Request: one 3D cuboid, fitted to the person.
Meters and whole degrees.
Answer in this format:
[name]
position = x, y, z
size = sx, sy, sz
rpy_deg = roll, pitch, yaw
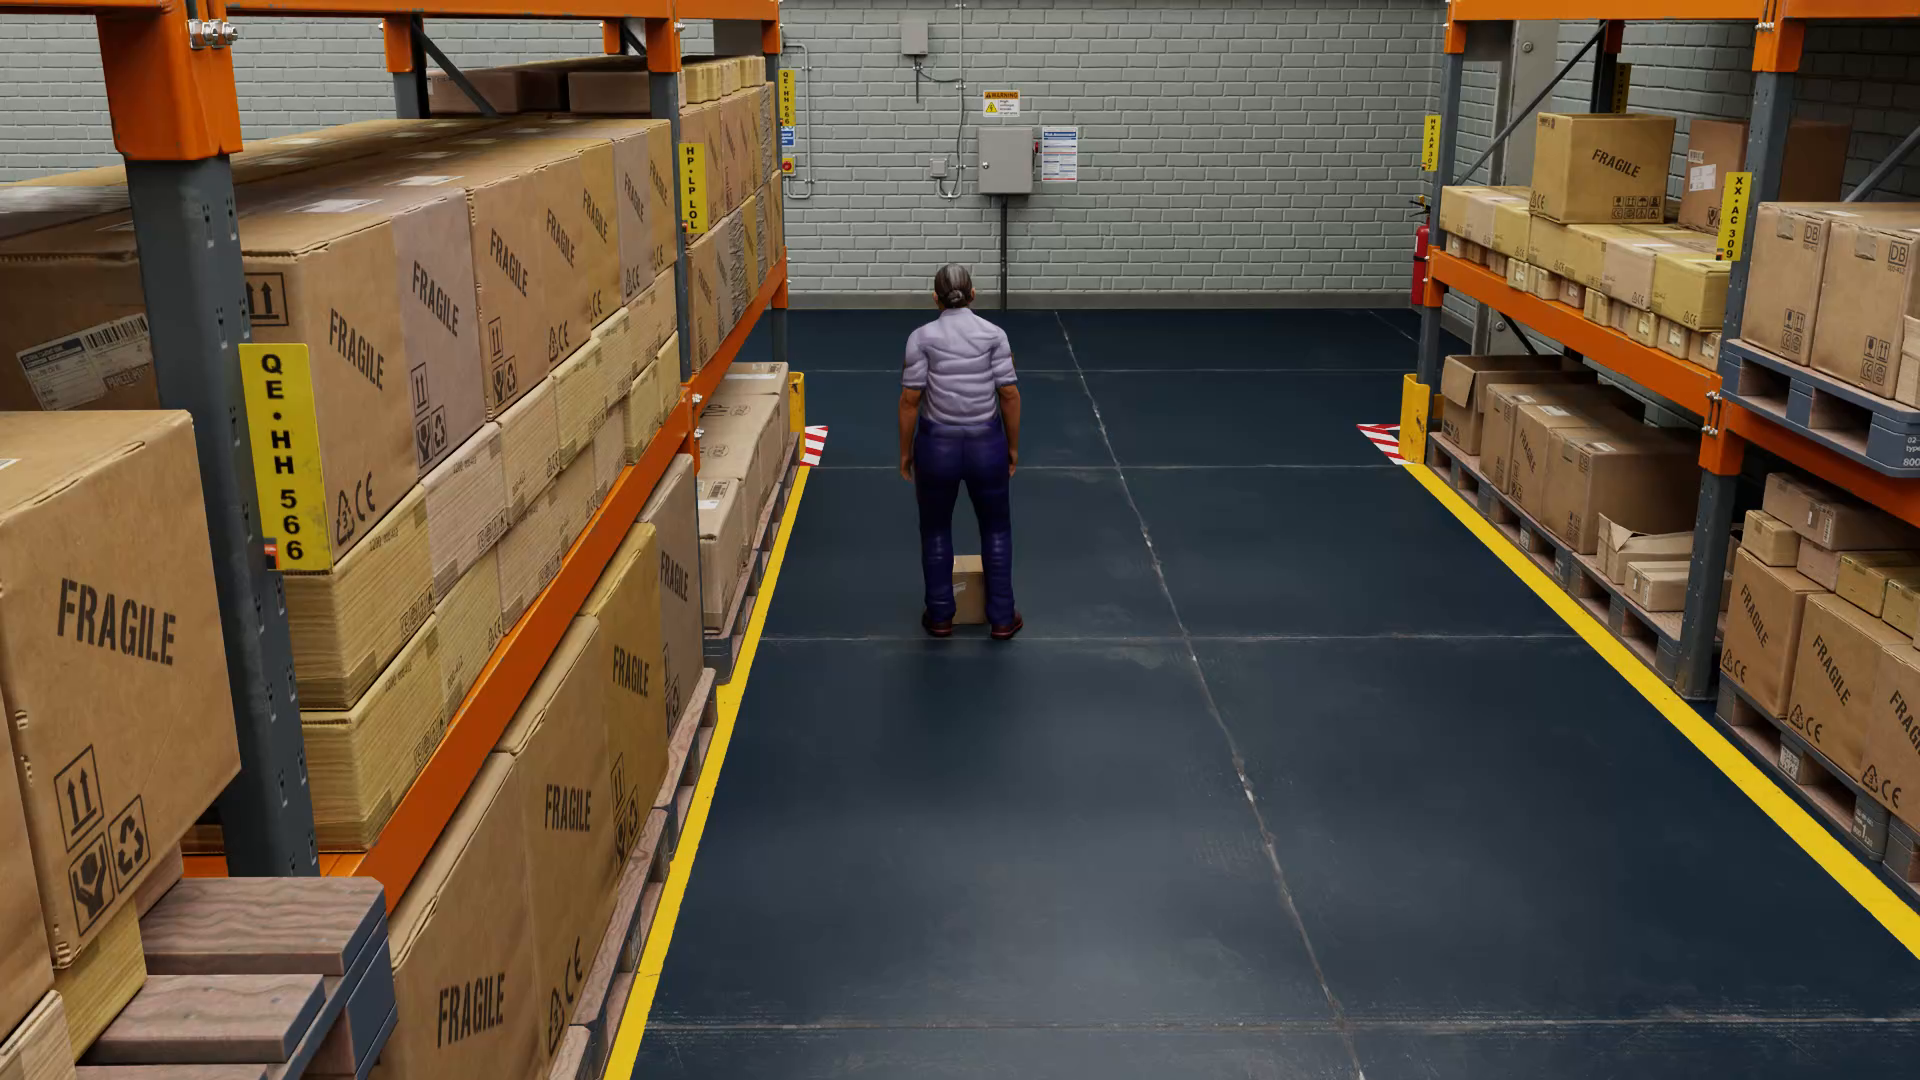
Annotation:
[person]
position = 0.011, -0.378, 7.278
size = 0.563, 1.651, 0.425
rpy_deg = -1, 17, -4
